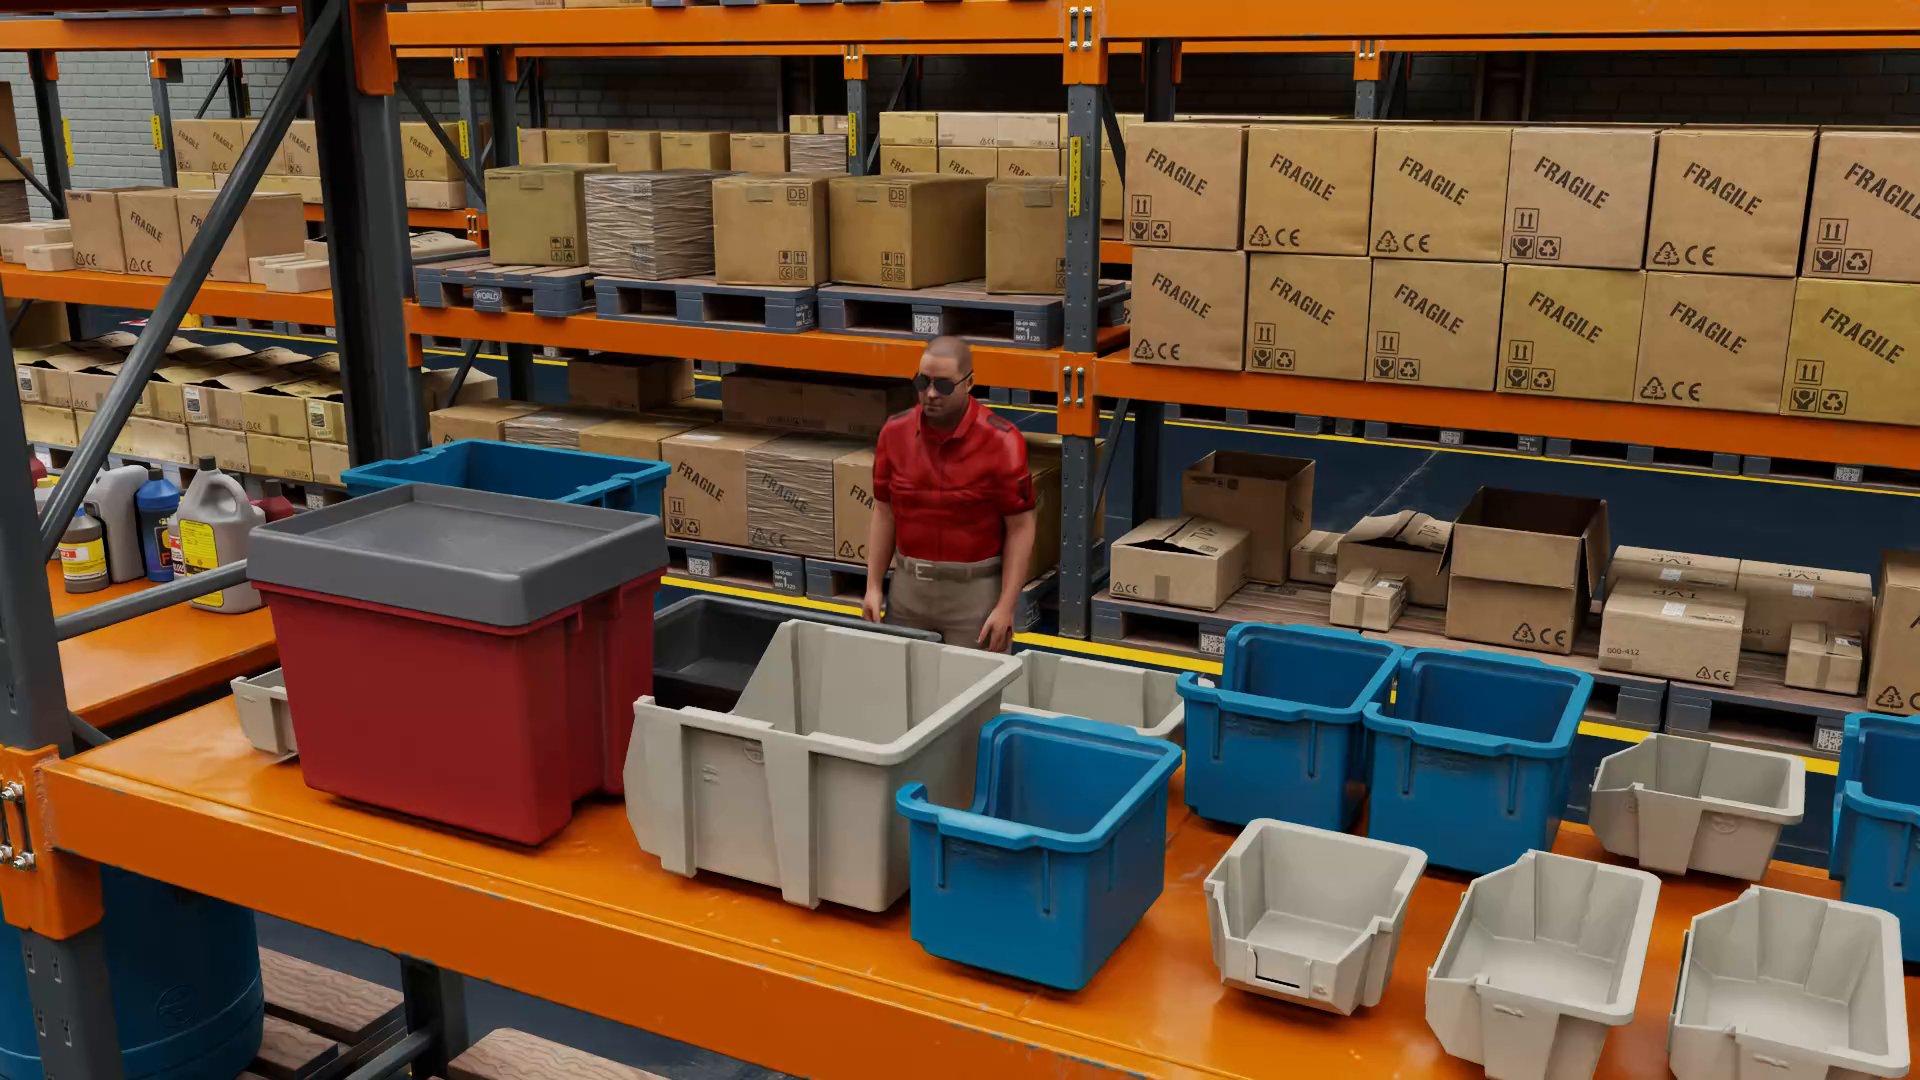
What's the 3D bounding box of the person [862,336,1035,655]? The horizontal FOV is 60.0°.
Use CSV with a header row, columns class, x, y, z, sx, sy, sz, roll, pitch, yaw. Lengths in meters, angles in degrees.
class,x,y,z,sx,sy,sz,roll,pitch,yaw
person,-0.046,0.205,5.315,0.566,1.729,0.396,7,17,24
